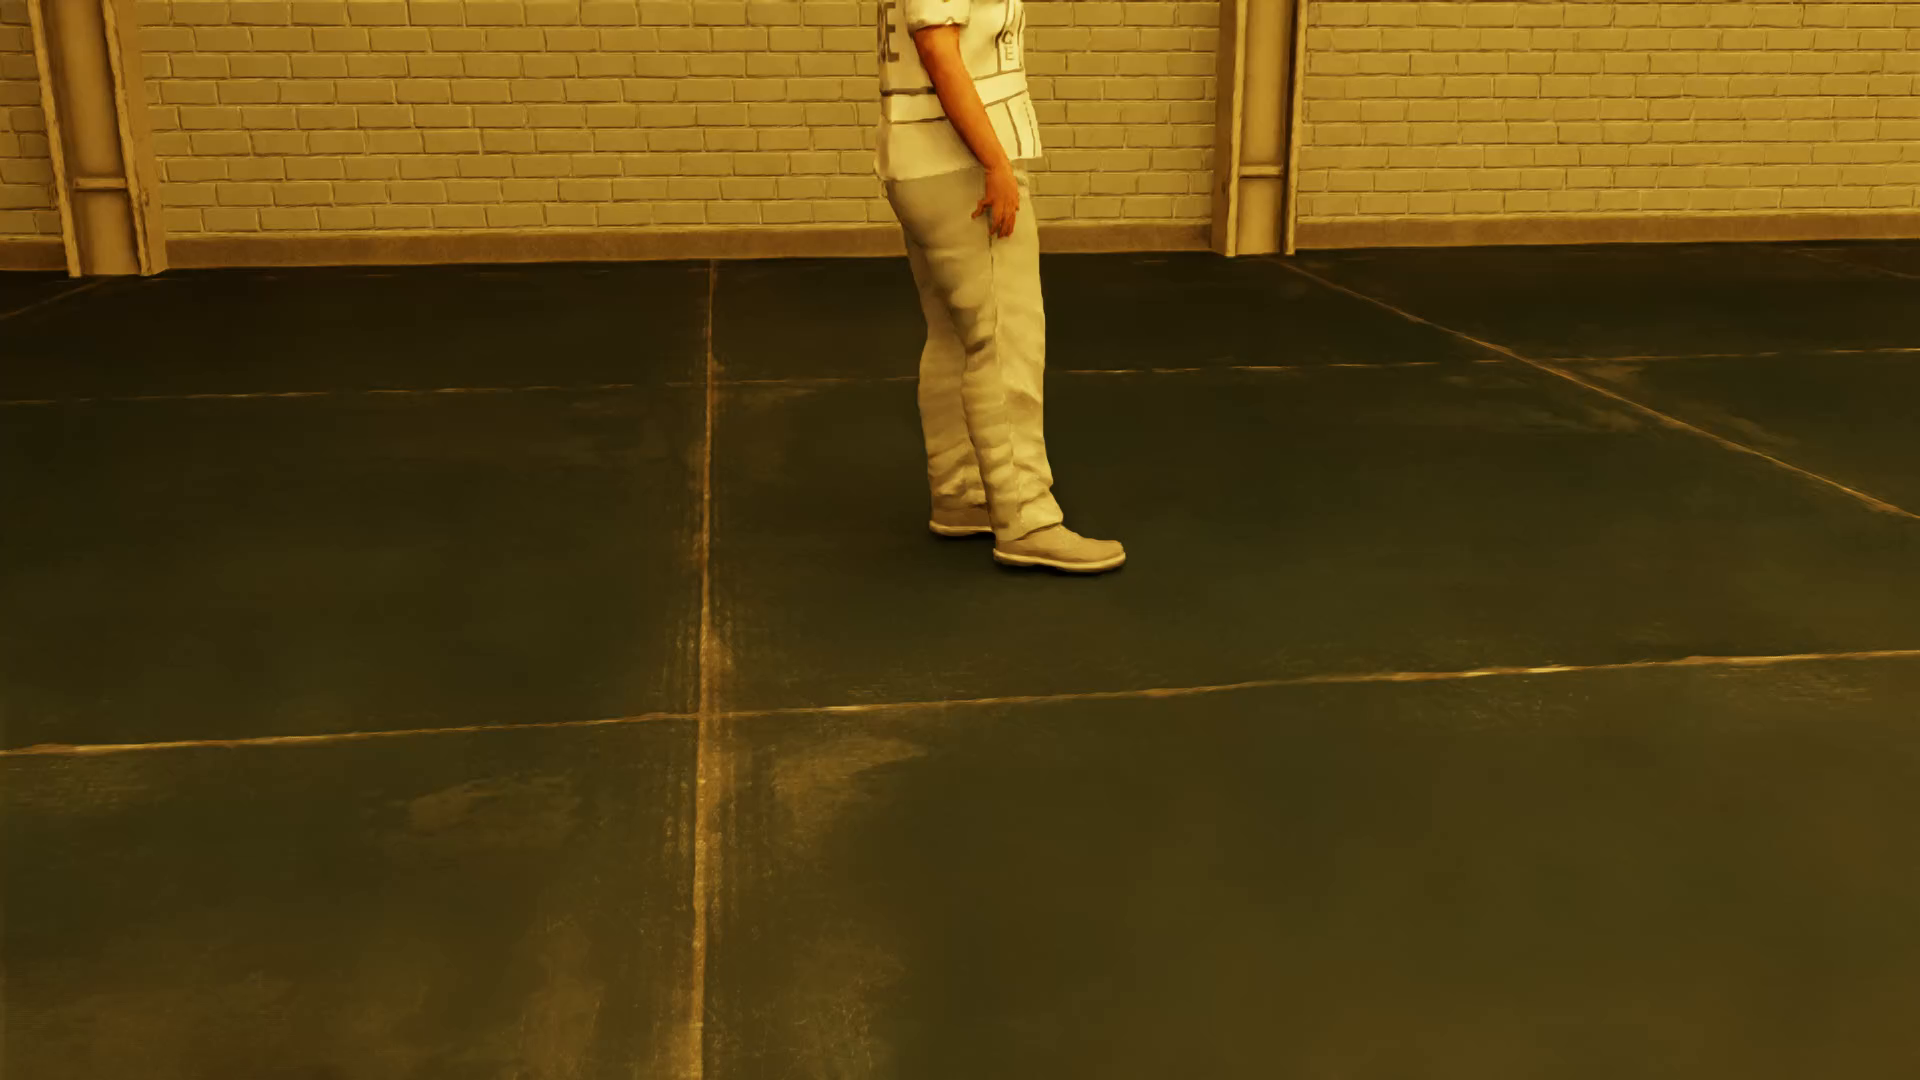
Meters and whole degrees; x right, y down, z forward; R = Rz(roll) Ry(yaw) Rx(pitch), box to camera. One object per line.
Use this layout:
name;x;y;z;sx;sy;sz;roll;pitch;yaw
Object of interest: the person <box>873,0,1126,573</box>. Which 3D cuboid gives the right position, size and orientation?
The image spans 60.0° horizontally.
person;0.079;-0.802;3.712;0.529;1.669;0.598;-2;17;-8
